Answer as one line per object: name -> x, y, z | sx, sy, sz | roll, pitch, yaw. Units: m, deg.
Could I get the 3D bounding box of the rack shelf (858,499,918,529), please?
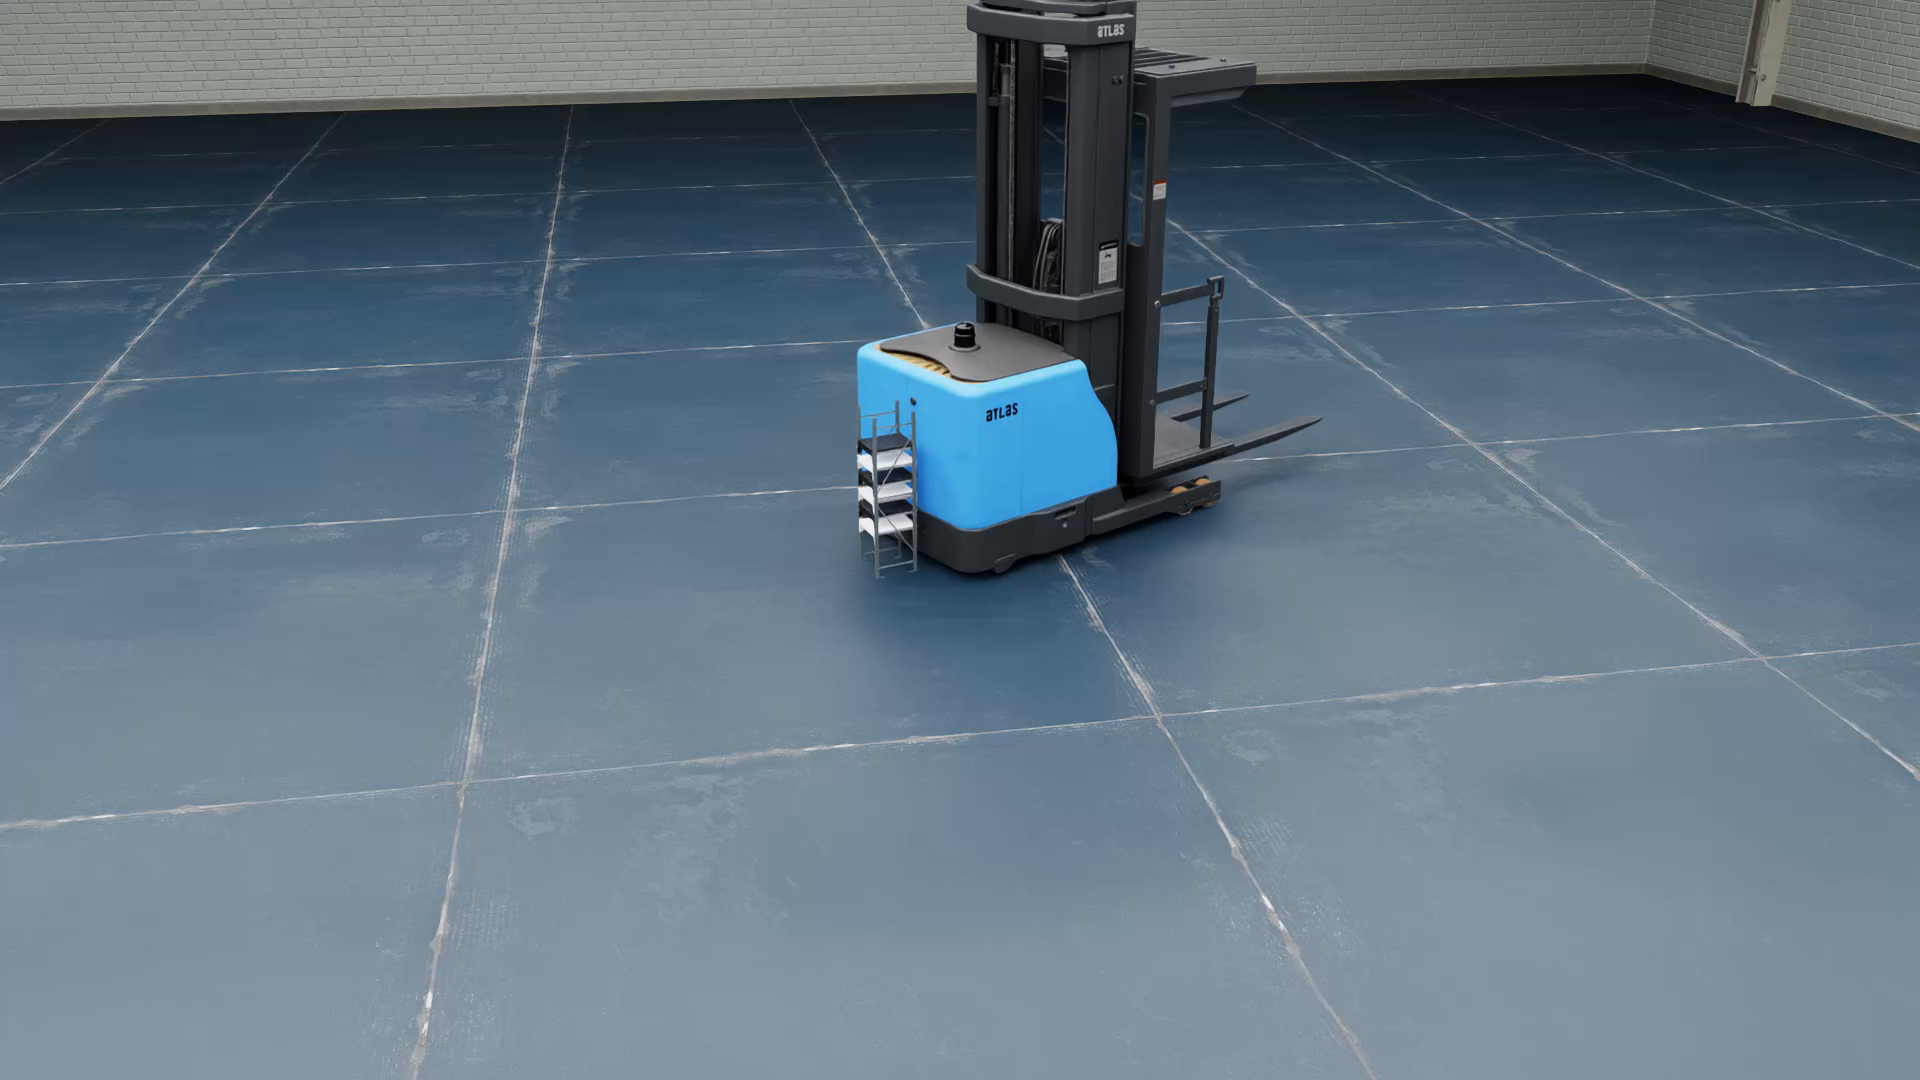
rack shelf -> -0.381, -0.149, 8.774 | 0.258, 0.077, 0.200 | -11, 26, -24

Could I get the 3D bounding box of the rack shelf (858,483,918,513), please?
rack shelf -> -0.381, -0.231, 8.738 | 0.258, 0.077, 0.200 | -11, 26, -24

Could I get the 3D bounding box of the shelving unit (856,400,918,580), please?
shelving unit -> -0.381, -0.262, 8.725 | 0.258, 0.900, 0.210 | -11, 26, -24

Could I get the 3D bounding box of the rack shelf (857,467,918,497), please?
rack shelf -> -0.381, -0.314, 8.702 | 0.258, 0.077, 0.200 | -11, 26, -24

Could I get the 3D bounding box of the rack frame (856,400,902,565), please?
rack frame -> -0.426, -0.298, 8.808 | 0.240, 0.900, 0.006 | -11, 26, -24

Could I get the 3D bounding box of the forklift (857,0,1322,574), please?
forklift -> 0.893, -1.631, 9.323 | 3.031, 2.935, 1.130 | -18, 29, -35

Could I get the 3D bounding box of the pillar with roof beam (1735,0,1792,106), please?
pillar with roof beam -> 6.835, -9.892, 20.655 | 9.100, 9.000, 0.400 | -4, 24, -10

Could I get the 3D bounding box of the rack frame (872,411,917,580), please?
rack frame -> -0.336, -0.225, 8.641 | 0.240, 0.900, 0.006 | -11, 26, -24

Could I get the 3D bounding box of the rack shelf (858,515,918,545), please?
rack shelf -> -0.381, -0.066, 8.810 | 0.258, 0.077, 0.200 | -11, 26, -24

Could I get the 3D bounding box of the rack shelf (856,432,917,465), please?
rack shelf -> -0.381, -0.479, 8.630 | 0.258, 0.077, 0.200 | -11, 26, -24

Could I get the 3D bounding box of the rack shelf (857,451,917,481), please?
rack shelf -> -0.381, -0.396, 8.666 | 0.258, 0.077, 0.200 | -11, 26, -24
